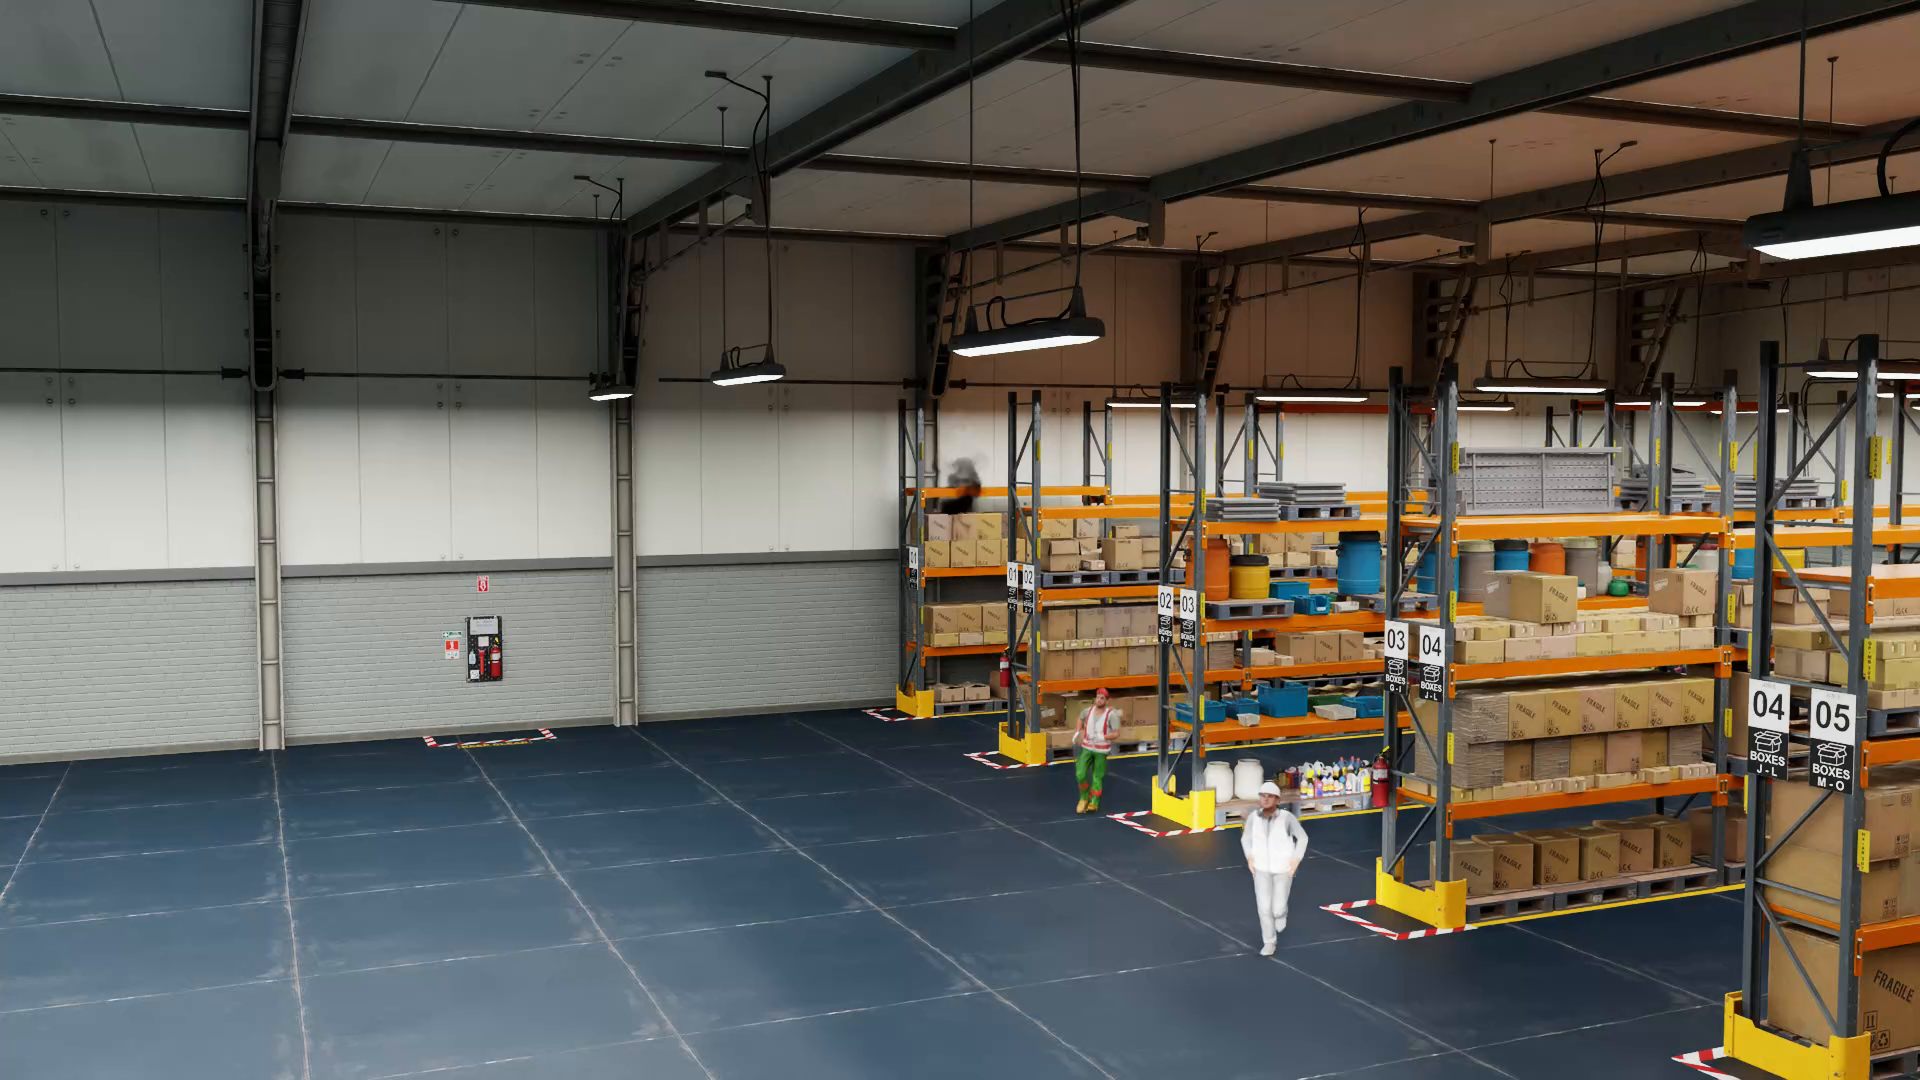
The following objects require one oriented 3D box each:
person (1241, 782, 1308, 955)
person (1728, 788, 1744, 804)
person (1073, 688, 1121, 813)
[{"bbox_3d":[3.182,3.311,16.871,0.668,1.743,0.661,1,4,23],"label":"person"},{"bbox_3d":[10.497,2.963,22.608,0.769,1.734,0.687,-1,4,-23],"label":"person"},{"bbox_3d":[1.891,2.933,23.120,0.696,1.756,0.630,1,3,16],"label":"person"}]
